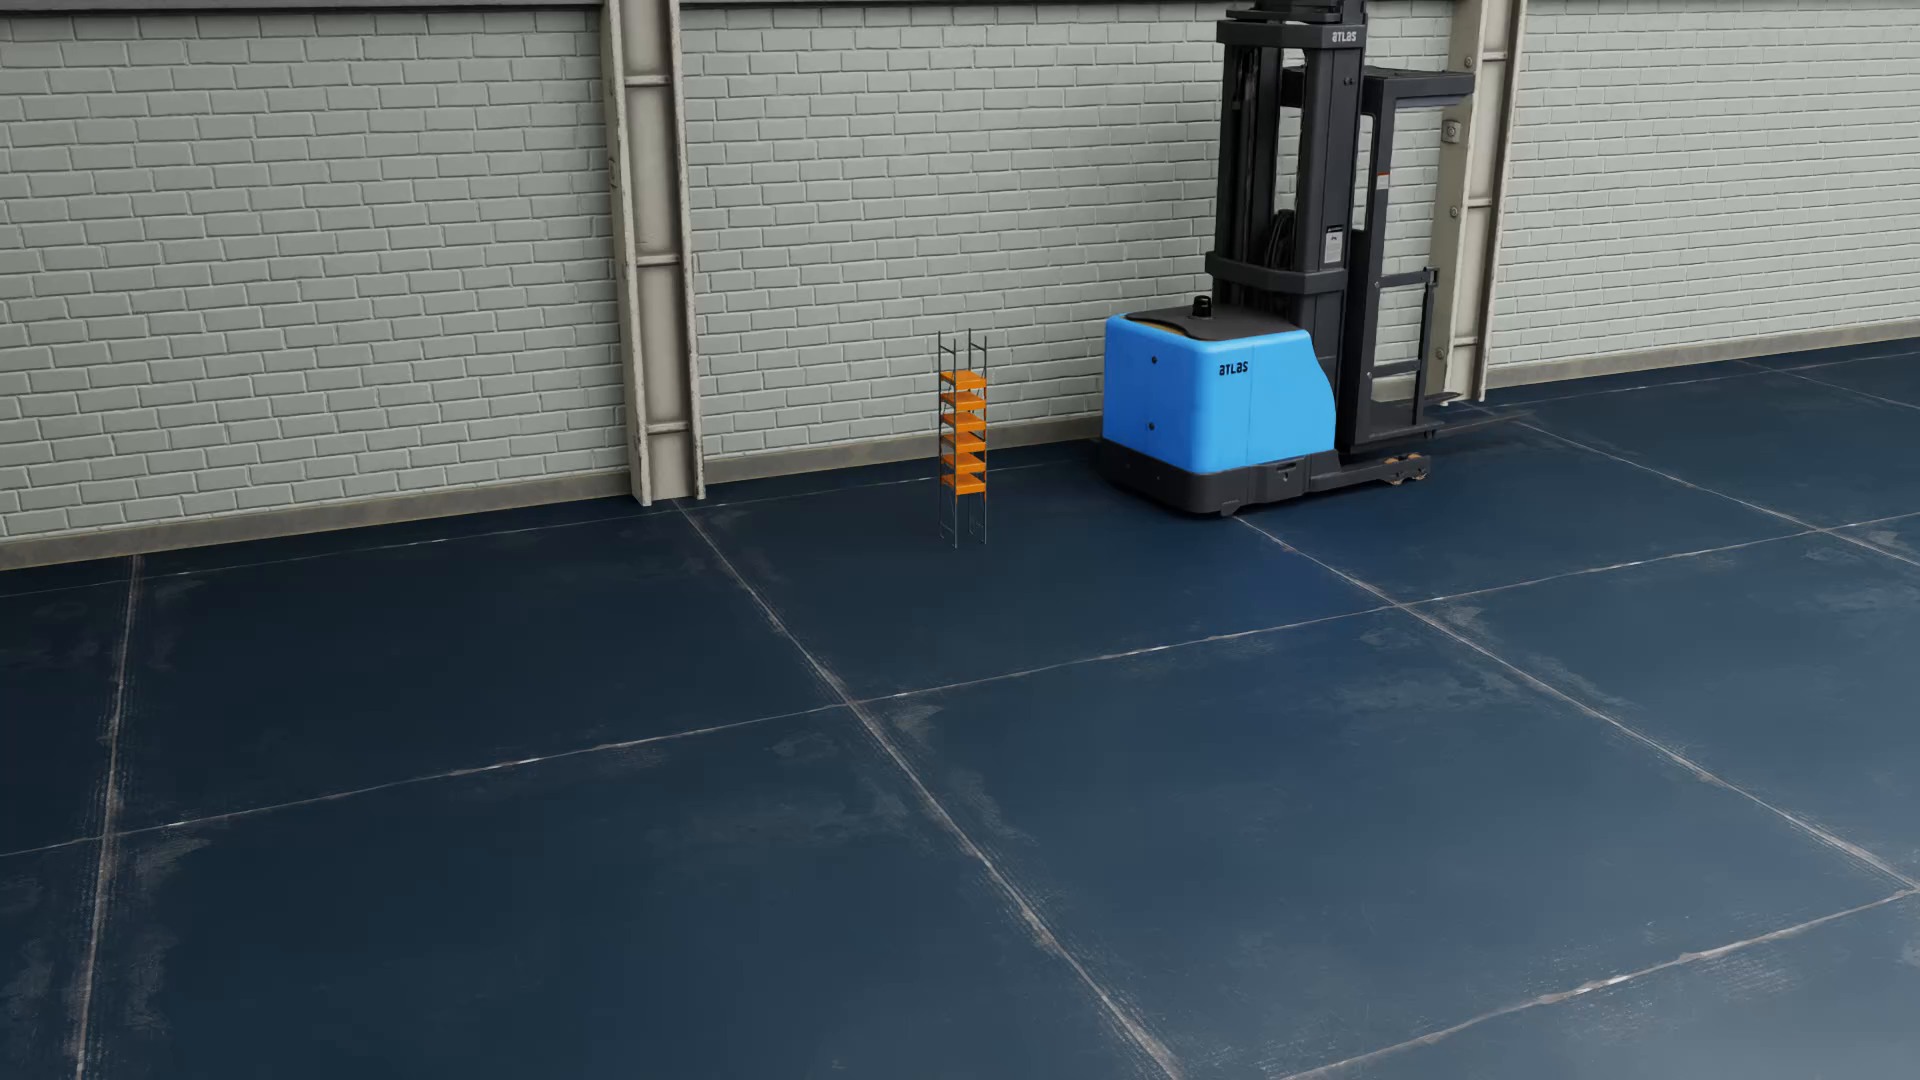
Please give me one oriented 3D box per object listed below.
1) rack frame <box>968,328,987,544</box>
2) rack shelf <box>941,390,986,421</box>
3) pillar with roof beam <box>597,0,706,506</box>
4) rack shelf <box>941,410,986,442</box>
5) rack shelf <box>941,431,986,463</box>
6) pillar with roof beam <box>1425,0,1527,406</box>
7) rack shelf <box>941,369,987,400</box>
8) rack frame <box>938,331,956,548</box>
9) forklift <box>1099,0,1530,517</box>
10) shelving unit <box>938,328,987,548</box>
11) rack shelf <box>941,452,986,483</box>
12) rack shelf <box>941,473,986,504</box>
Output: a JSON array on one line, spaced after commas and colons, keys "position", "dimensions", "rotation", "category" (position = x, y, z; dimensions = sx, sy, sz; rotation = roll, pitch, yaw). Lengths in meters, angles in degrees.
[{"position": [0.097, -0.580, 9.362], "dimensions": [0.006, 1.200, 0.240], "rotation": [-8, 21, -22], "category": "rack frame"}, {"position": [0.013, -0.752, 9.263], "dimensions": [0.180, 0.103, 0.258], "rotation": [-8, 21, -22], "category": "rack shelf"}, {"position": [-0.103, -3.209, 5.088], "dimensions": [0.400, 9.000, 9.100], "rotation": [-8, 21, -22], "category": "pillar with roof beam"}, {"position": [0.013, -0.639, 9.303], "dimensions": [0.180, 0.103, 0.258], "rotation": [-8, 21, -22], "category": "rack shelf"}, {"position": [0.013, -0.526, 9.343], "dimensions": [0.180, 0.103, 0.258], "rotation": [-8, 21, -22], "category": "rack shelf"}, {"position": [5.406, -3.999, 7.329], "dimensions": [0.400, 9.000, 9.100], "rotation": [-8, 21, -22], "category": "pillar with roof beam"}, {"position": [0.013, -0.866, 9.223], "dimensions": [0.180, 0.103, 0.258], "rotation": [-8, 21, -22], "category": "rack shelf"}, {"position": [-0.071, -0.556, 9.294], "dimensions": [0.006, 1.200, 0.240], "rotation": [-8, 21, -22], "category": "rack frame"}, {"position": [2.405, -1.867, 10.410], "dimensions": [3.031, 2.935, 1.130], "rotation": [-11, 22, -29], "category": "forklift"}, {"position": [0.013, -0.568, 9.328], "dimensions": [0.189, 1.200, 0.258], "rotation": [-8, 21, -22], "category": "shelving unit"}, {"position": [0.013, -0.413, 9.383], "dimensions": [0.180, 0.103, 0.258], "rotation": [-8, 21, -22], "category": "rack shelf"}, {"position": [0.013, -0.300, 9.423], "dimensions": [0.180, 0.103, 0.258], "rotation": [-8, 21, -22], "category": "rack shelf"}]
